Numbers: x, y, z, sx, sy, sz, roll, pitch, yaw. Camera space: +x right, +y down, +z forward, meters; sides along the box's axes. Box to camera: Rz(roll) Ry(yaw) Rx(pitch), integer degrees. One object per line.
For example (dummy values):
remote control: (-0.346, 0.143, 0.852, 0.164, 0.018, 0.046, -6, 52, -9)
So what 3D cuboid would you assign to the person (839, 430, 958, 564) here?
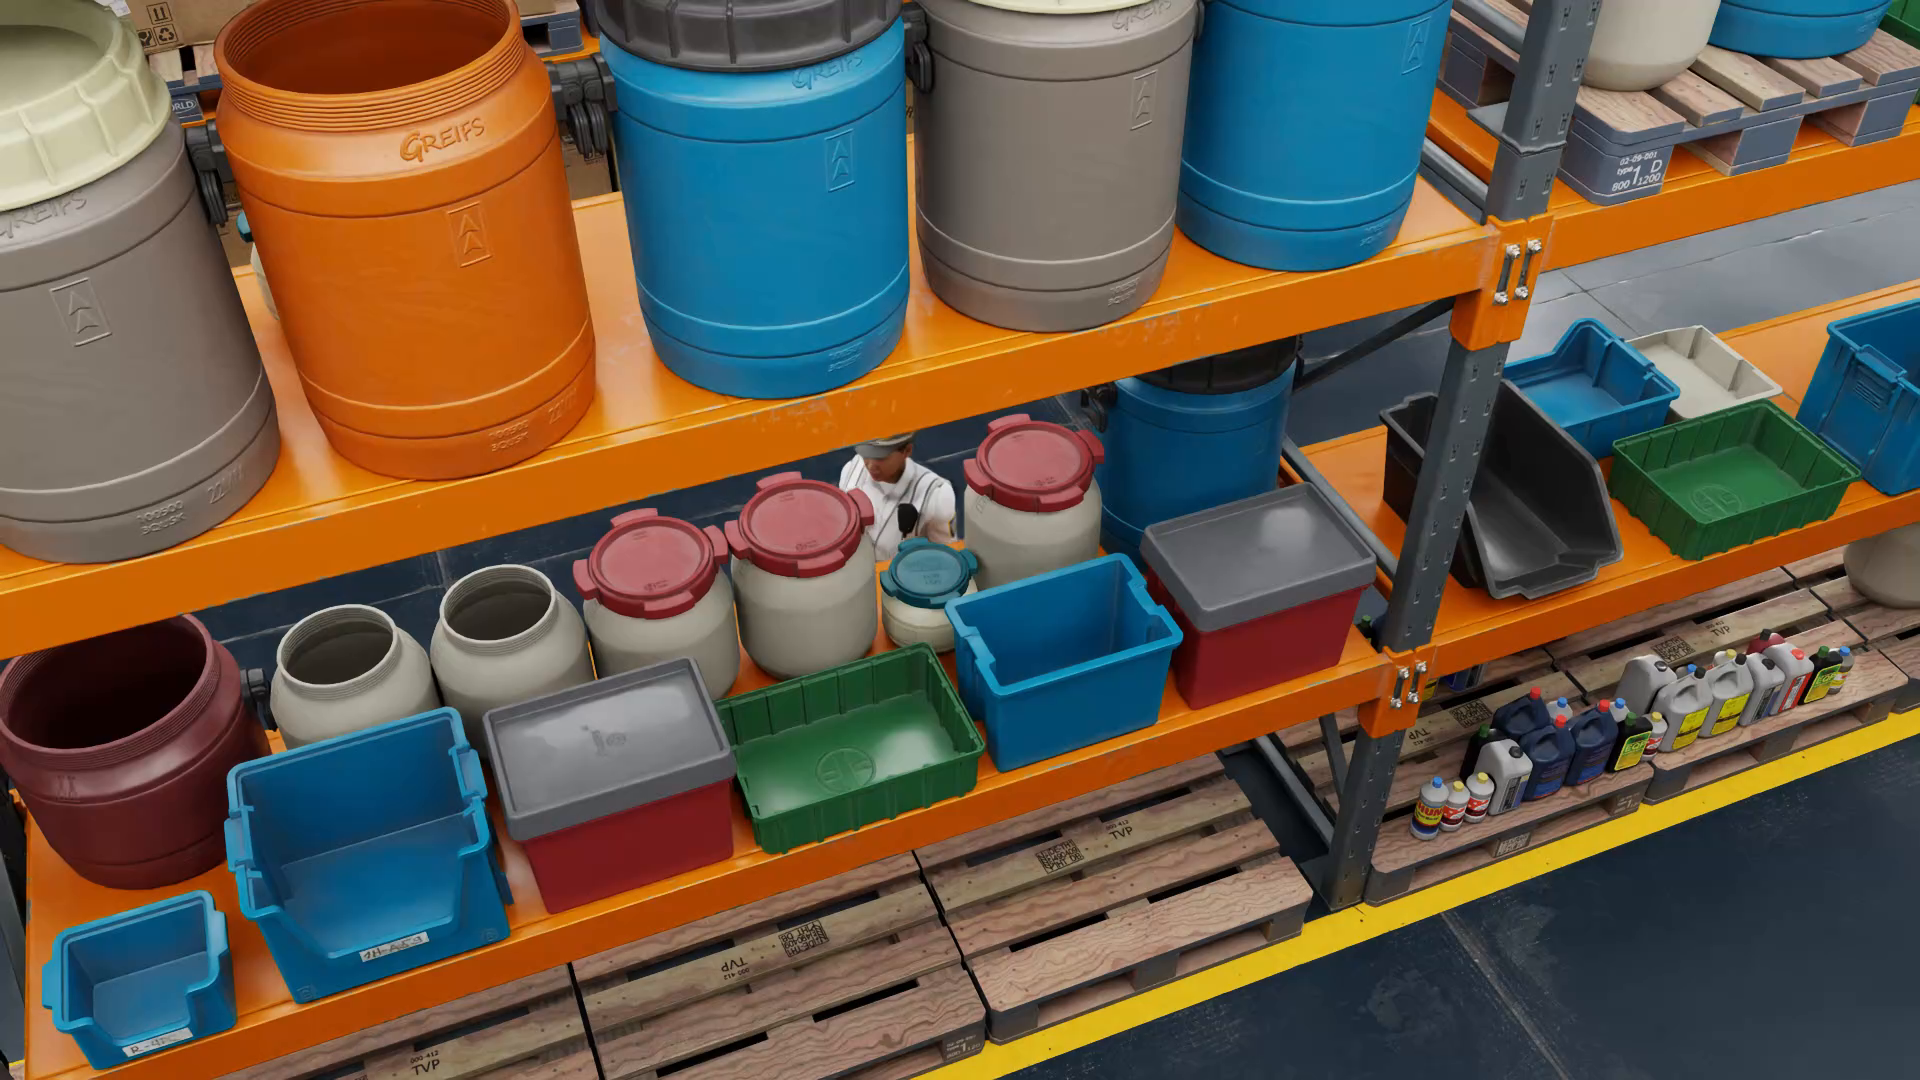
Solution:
person: (-0.235, 0.263, 5.883, 0.531, 1.732, 0.435, 19, 45, 20)
